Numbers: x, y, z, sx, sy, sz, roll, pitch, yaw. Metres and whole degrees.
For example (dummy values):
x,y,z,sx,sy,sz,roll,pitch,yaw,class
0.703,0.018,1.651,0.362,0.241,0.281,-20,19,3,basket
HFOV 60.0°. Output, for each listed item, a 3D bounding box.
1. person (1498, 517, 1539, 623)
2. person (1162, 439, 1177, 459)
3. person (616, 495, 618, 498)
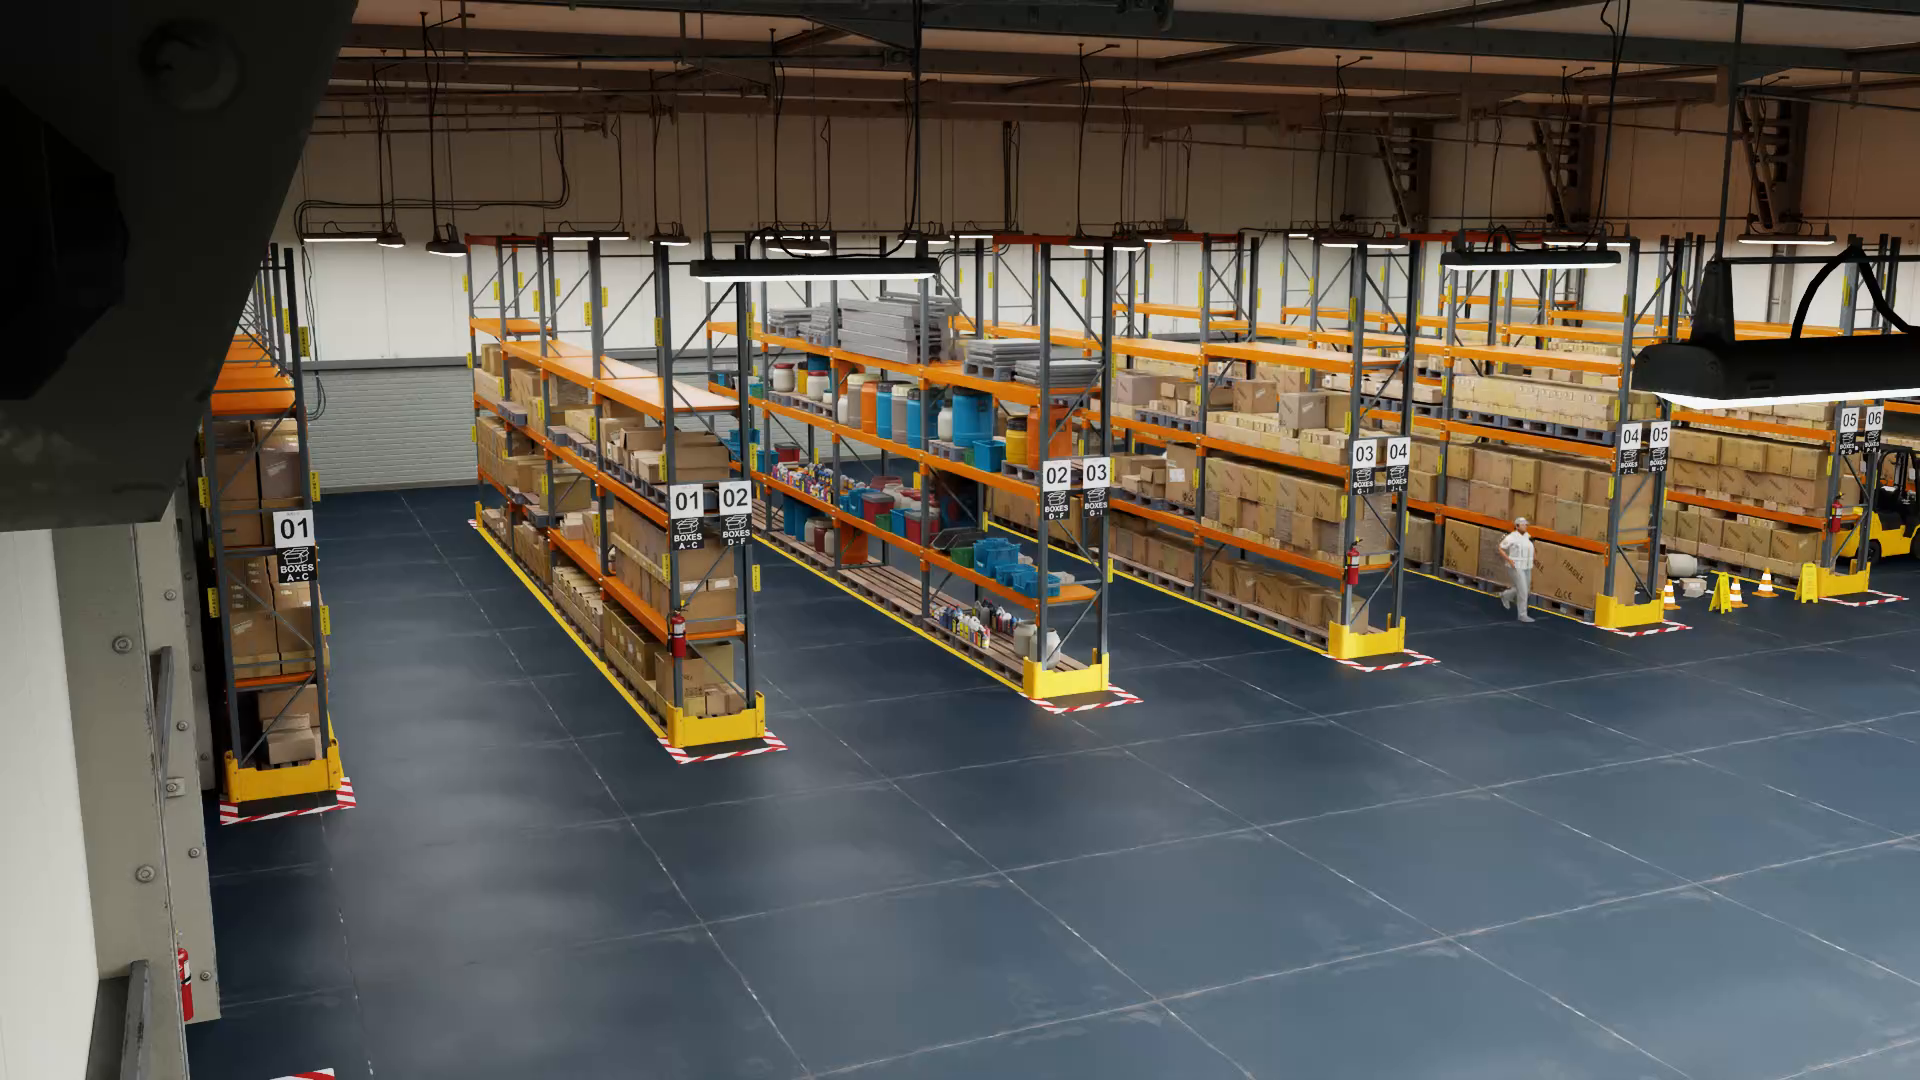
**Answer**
x,y,z,sx,sy,sz,roll,pitch,yaw,class
8.905,0.444,26.527,0.620,1.635,0.824,-6,13,-28,person
4.519,-1.314,35.516,0.621,1.766,0.763,-5,12,-23,person
-6.792,-0.883,33.591,0.529,1.556,0.601,-6,13,-29,person
